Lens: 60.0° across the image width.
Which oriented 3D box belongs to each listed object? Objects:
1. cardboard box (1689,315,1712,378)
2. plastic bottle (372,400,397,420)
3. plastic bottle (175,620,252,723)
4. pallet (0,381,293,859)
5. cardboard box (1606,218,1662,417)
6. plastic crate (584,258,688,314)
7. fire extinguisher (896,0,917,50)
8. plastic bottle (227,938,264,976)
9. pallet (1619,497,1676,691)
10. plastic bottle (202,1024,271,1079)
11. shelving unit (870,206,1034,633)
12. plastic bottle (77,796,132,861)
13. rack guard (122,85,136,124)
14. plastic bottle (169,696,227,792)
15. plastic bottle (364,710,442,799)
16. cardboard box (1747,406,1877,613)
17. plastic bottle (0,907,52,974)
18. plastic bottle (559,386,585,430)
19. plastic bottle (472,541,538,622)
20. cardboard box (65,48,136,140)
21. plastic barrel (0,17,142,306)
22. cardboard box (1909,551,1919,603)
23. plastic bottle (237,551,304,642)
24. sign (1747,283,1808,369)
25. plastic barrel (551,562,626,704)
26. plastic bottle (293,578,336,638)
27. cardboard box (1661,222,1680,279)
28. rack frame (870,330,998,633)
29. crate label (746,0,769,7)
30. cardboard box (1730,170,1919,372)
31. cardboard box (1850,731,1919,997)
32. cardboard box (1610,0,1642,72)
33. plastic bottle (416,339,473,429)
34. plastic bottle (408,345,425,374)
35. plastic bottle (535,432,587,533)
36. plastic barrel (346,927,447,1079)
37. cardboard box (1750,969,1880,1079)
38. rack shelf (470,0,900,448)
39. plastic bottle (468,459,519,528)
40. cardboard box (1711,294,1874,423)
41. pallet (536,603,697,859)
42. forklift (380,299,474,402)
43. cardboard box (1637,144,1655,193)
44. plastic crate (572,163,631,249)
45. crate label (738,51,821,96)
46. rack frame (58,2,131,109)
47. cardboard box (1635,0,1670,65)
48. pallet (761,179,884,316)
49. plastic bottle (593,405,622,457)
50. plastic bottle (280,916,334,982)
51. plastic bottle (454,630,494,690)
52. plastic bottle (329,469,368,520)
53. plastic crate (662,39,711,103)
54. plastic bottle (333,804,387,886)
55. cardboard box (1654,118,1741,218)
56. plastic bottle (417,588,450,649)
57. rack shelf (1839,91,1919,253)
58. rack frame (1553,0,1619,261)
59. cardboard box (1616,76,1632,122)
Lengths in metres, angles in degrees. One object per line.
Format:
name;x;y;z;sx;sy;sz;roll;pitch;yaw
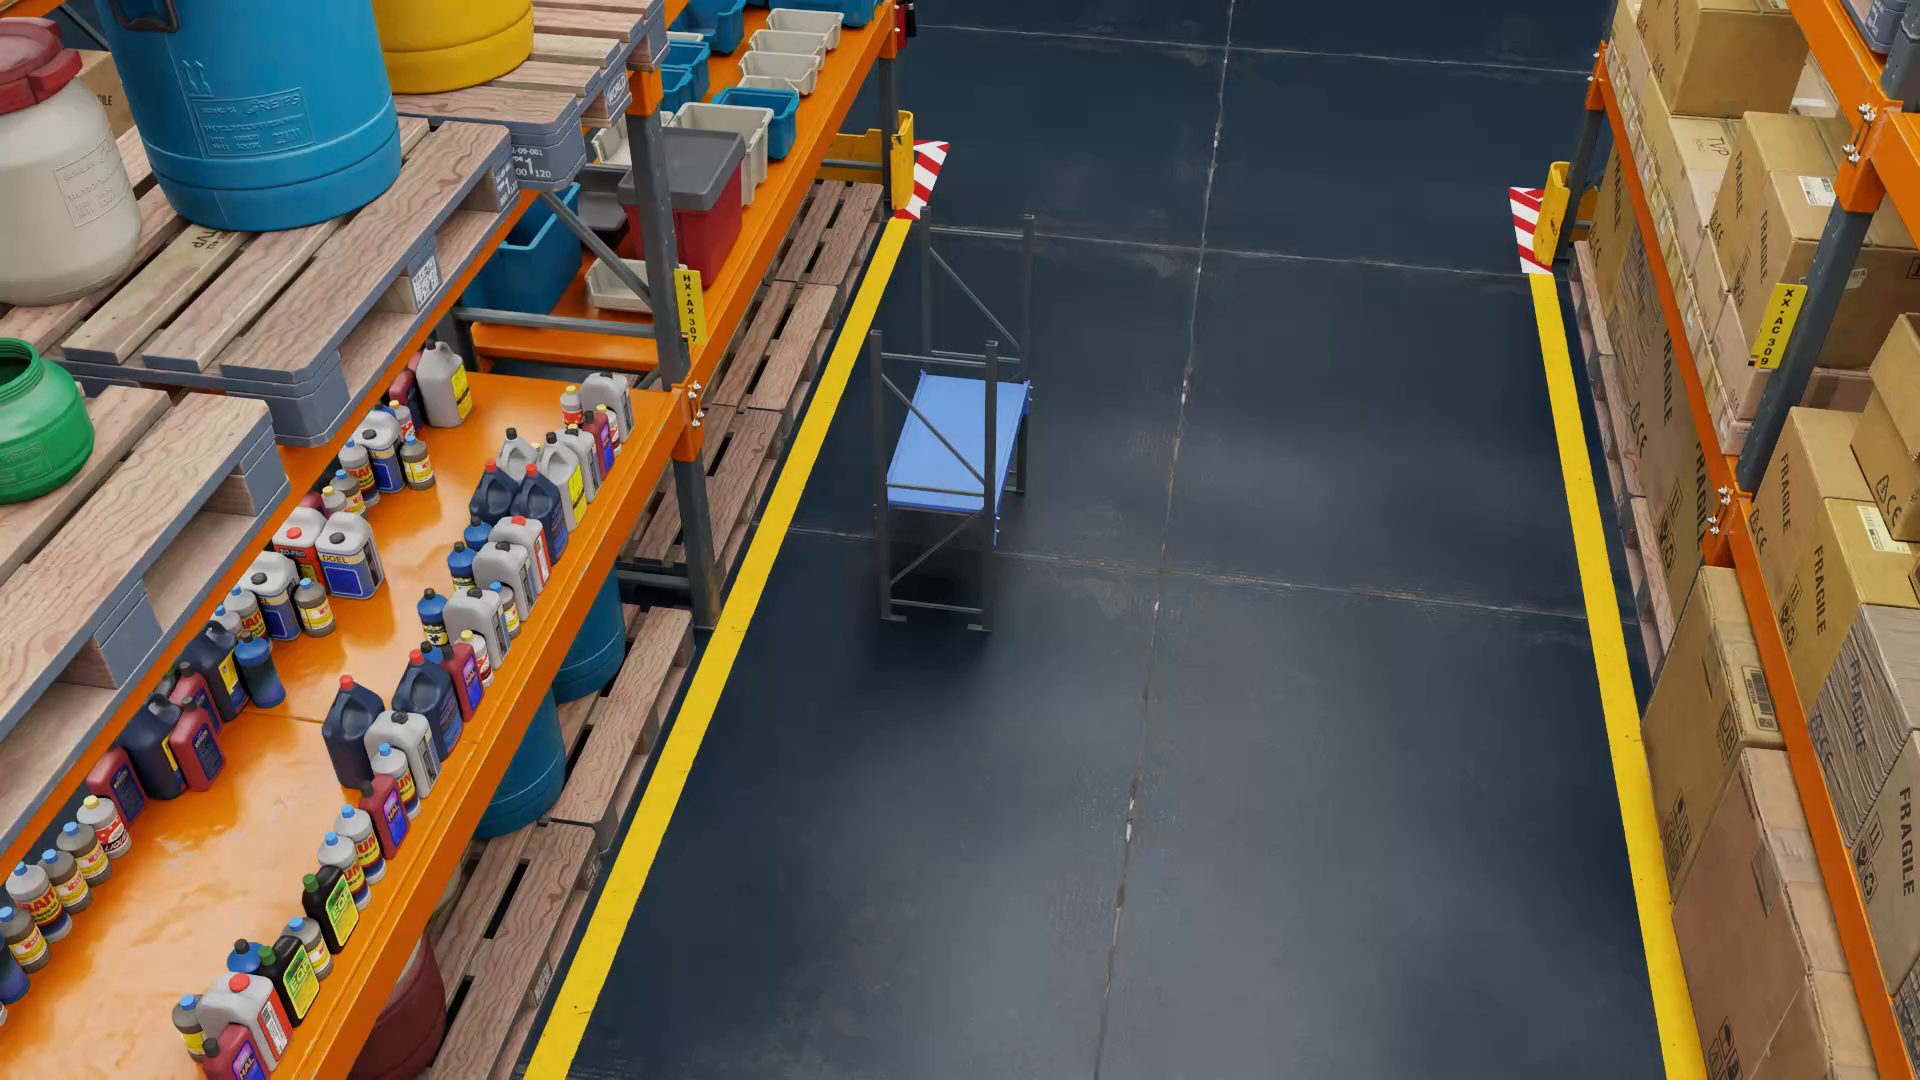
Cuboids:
cardboard box;3.129;-0.750;6.598;0.380;0.149;0.250;6;40;7
plastic bottle;-2.094;-0.391;6.067;0.097;0.271;0.097;0;40;0
plastic bottle;-2.289;0.373;5.080;0.144;0.351;0.185;6;40;8
pallet;-2.032;0.115;3.148;1.003;0.211;1.213;6;40;8
cardboard box;3.813;-1.169;8.244;0.875;0.875;0.875;6;40;8
plastic crate;-1.347;-1.041;6.912;0.396;0.136;0.243;6;40;8
fire extinguisher;-0.403;-3.225;9.746;0.296;0.674;0.183;6;40;8
plastic bottle;-1.800;1.114;4.246;0.097;0.271;0.097;0;40;0
pallet;3.518;0.309;7.307;1.003;0.211;1.213;6;40;8
plastic bottle;-1.766;1.275;4.042;0.061;0.283;0.133;6;40;8
shelving unit;-0.015;-0.524;7.304;0.538;1.500;1.048;6;40;8
plastic bottle;-2.415;0.800;4.681;0.097;0.201;0.097;0;40;0
rack guard;-5.767;-2.891;10.951;1.175;0.500;0.348;6;40;8
plastic bottle;-2.239;0.594;4.866;0.061;0.283;0.133;6;40;8
plastic bottle;-1.627;0.609;4.854;0.152;0.276;0.135;6;40;8
cardboard box;2.984;-0.074;5.504;0.500;0.500;0.500;7;40;8
plastic bottle;-2.482;1.044;4.386;0.097;0.201;0.097;0;40;0
plastic bottle;-1.444;-0.486;6.236;0.097;0.201;0.097;0;40;0
plastic bottle;-1.492;0.118;5.448;0.152;0.276;0.135;6;40;8
cardboard box;-5.606;-2.740;10.423;0.500;0.500;0.500;6;40;8
plastic barrel;-2.102;-0.832;3.709;0.433;0.535;0.433;0;40;0
cardboard box;3.077;0.109;4.495;0.797;0.503;0.637;7;40;8
plastic bottle;-2.224;0.180;5.373;0.152;0.276;0.135;6;40;8
sign;2.763;-0.721;5.624;0.100;0.325;0.005;6;40;8
plastic barrel;-1.679;0.143;6.637;0.600;0.901;0.708;6;40;8
plastic bottle;-2.098;0.211;5.394;0.097;0.201;0.097;0;40;0
cardboard box;3.262;-1.234;7.183;0.380;0.149;0.250;6;40;7
rack frame;-0.103;-0.205;6.918;0.500;1.500;0.032;6;40;8
crate label;-1.243;-3.193;9.440;0.416;0.233;0.303;6;40;8
cardboard box;3.126;-0.961;5.951;0.500;0.500;0.500;7;40;9
cardboard box;2.727;0.880;4.350;0.500;0.500;0.500;7;40;9
cardboard box;3.653;-2.593;8.513;0.500;0.250;0.500;5;40;6
plastic bottle;-1.956;-0.614;6.274;0.144;0.351;0.185;6;40;8
plastic bottle;-2.052;-0.615;6.328;0.061;0.283;0.133;6;40;8
plastic bottle;-1.405;-0.211;5.787;0.144;0.351;0.185;6;40;8
plastic barrel;-1.997;1.417;5.342;0.600;0.588;0.708;6;40;8
cardboard box;2.919;1.881;4.556;1.225;0.875;0.875;7;40;8
rack shelf;-1.222;-1.821;8.260;1.077;0.370;4.000;6;40;8
plastic bottle;-1.579;-0.111;5.666;0.144;0.351;0.185;6;40;8
cardboard box;3.128;-0.660;6.175;0.500;0.250;0.500;6;40;7
pallet;-1.743;0.711;6.821;1.003;0.211;1.213;6;40;8
forklift;-3.116;-2.047;8.022;1.130;2.935;3.031;11;41;13
cardboard box;3.395;-1.717;7.767;0.380;0.149;0.250;6;40;7
plastic crate;-1.639;-1.492;7.467;0.437;0.125;0.590;6;40;8
crate label;-0.928;-2.385;8.538;0.396;0.136;0.243;6;40;8
rack frame;-5.754;-3.902;10.212;1.000;3.000;0.127;6;40;8
cardboard box;3.567;-2.568;7.895;0.500;0.500;0.500;5;40;7
pallet;-1.057;-1.766;9.817;1.003;0.211;1.213;6;40;8
plastic bottle;-1.311;-0.408;6.142;0.097;0.201;0.097;0;40;0
plastic bottle;-1.717;1.064;4.362;0.097;0.201;0.097;0;40;0
plastic bottle;-1.525;0.368;5.204;0.097;0.201;0.097;0;40;0
plastic bottle;-2.151;-0.158;5.839;0.097;0.201;0.097;0;40;0
plastic crate;-1.471;-2.367;8.440;0.416;0.233;0.300;6;40;8
plastic bottle;-1.660;0.831;4.589;0.097;0.271;0.097;0;40;0
cardboard box;3.394;-1.623;7.340;0.500;0.250;0.500;6;40;7
plastic bottle;-1.658;0.263;5.276;0.097;0.271;0.097;0;40;0
rack shelf;2.964;0.079;3.607;1.077;0.370;4.000;6;40;8
rack frame;4.002;-2.807;8.888;1.000;3.000;0.127;6;40;8
cardboard box;3.529;-2.202;8.354;0.380;0.149;0.250;6;40;7
